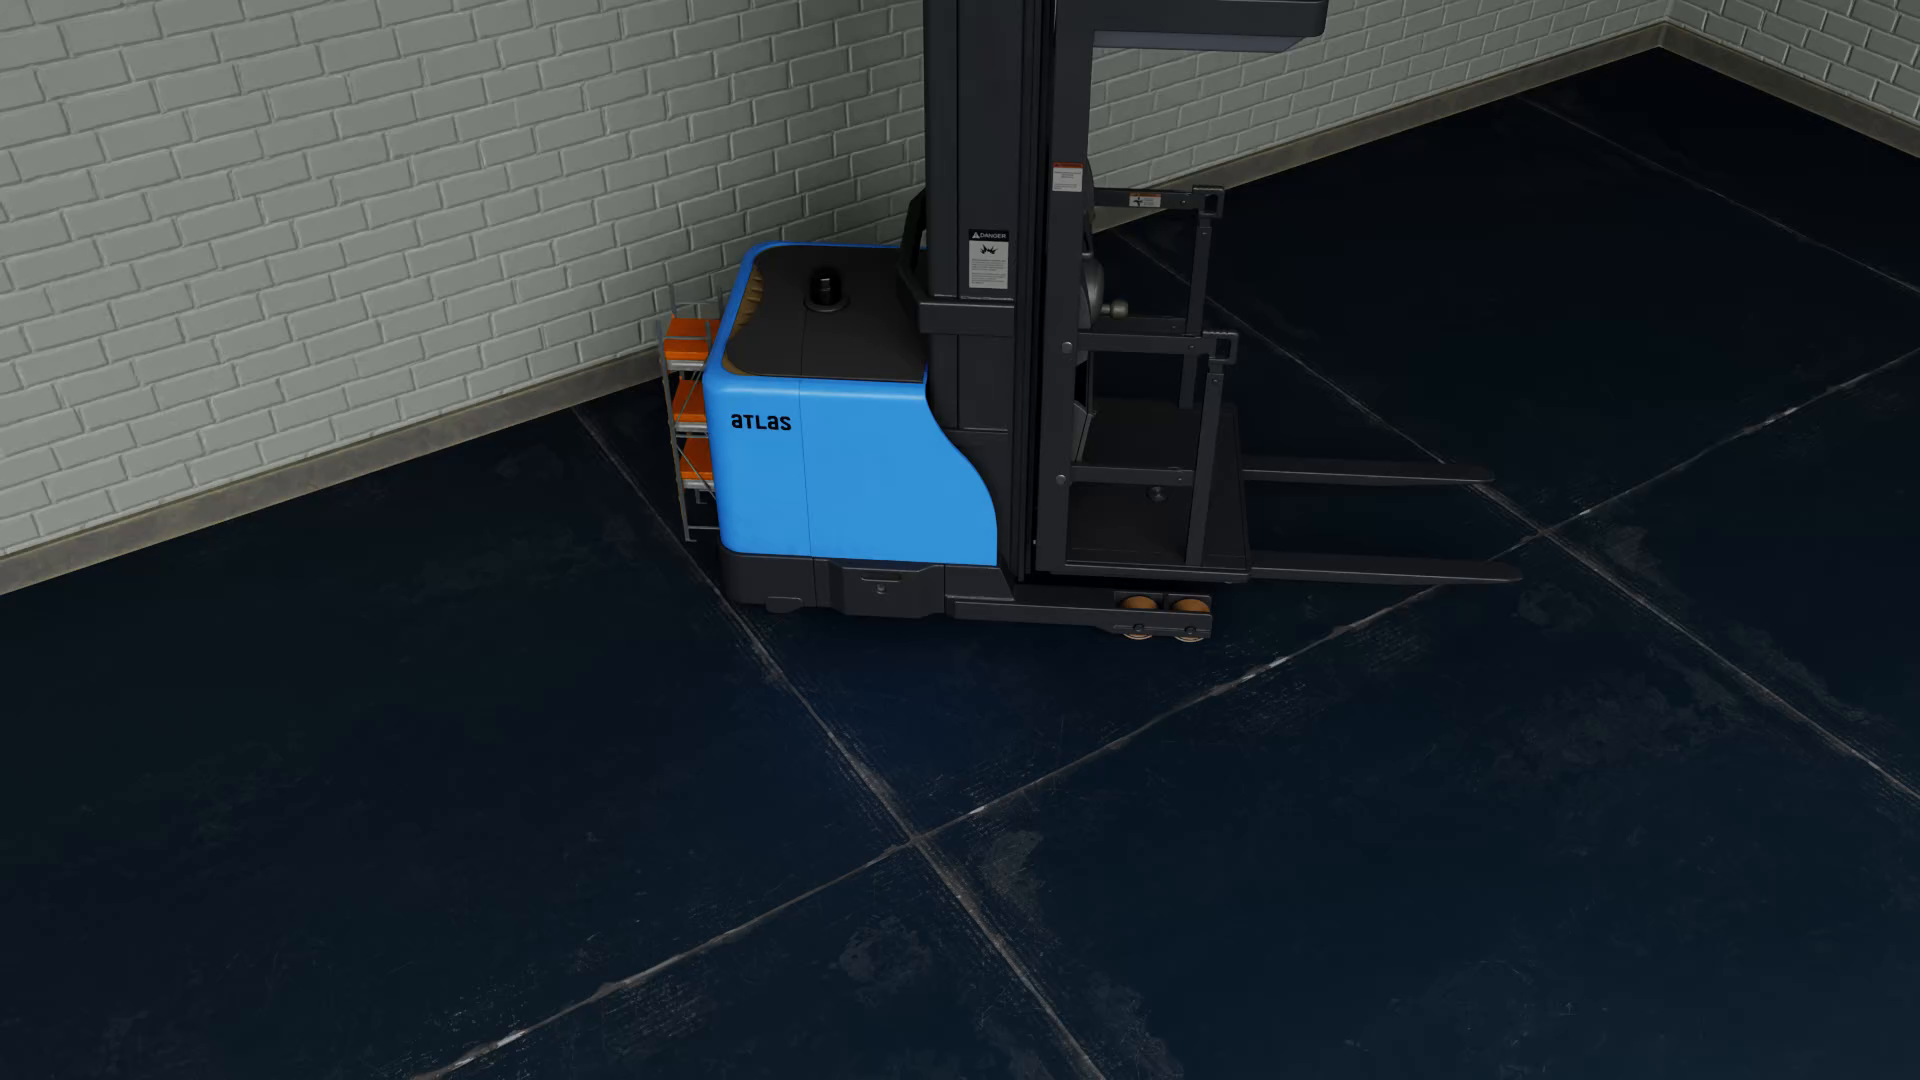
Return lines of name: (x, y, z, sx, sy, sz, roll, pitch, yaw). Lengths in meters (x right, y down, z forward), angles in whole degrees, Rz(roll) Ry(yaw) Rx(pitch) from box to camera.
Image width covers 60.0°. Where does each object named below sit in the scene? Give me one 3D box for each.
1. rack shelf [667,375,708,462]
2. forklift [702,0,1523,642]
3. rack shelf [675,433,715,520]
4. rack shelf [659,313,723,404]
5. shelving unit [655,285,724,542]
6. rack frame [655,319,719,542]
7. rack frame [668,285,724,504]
rack shelf: (-1.005, -0.466, 6.506, 0.215, 0.259, 0.240, 2, 40, 3)
forklift: (0.626, -1.096, 5.775, 3.031, 2.935, 1.130, 3, 40, 3)
rack shelf: (-1.005, -0.253, 6.684, 0.215, 0.259, 0.240, 2, 40, 3)
rack shelf: (-1.005, -0.684, 6.325, 0.215, 0.259, 0.240, 2, 40, 3)
shelving unit: (-1.005, -0.475, 6.499, 0.215, 1.050, 0.252, 2, 40, 3)
rack frame: (-1.013, -0.397, 6.406, 0.200, 1.050, 0.008, 2, 40, 3)
rack frame: (-0.998, -0.553, 6.593, 0.200, 1.050, 0.008, 2, 40, 3)
